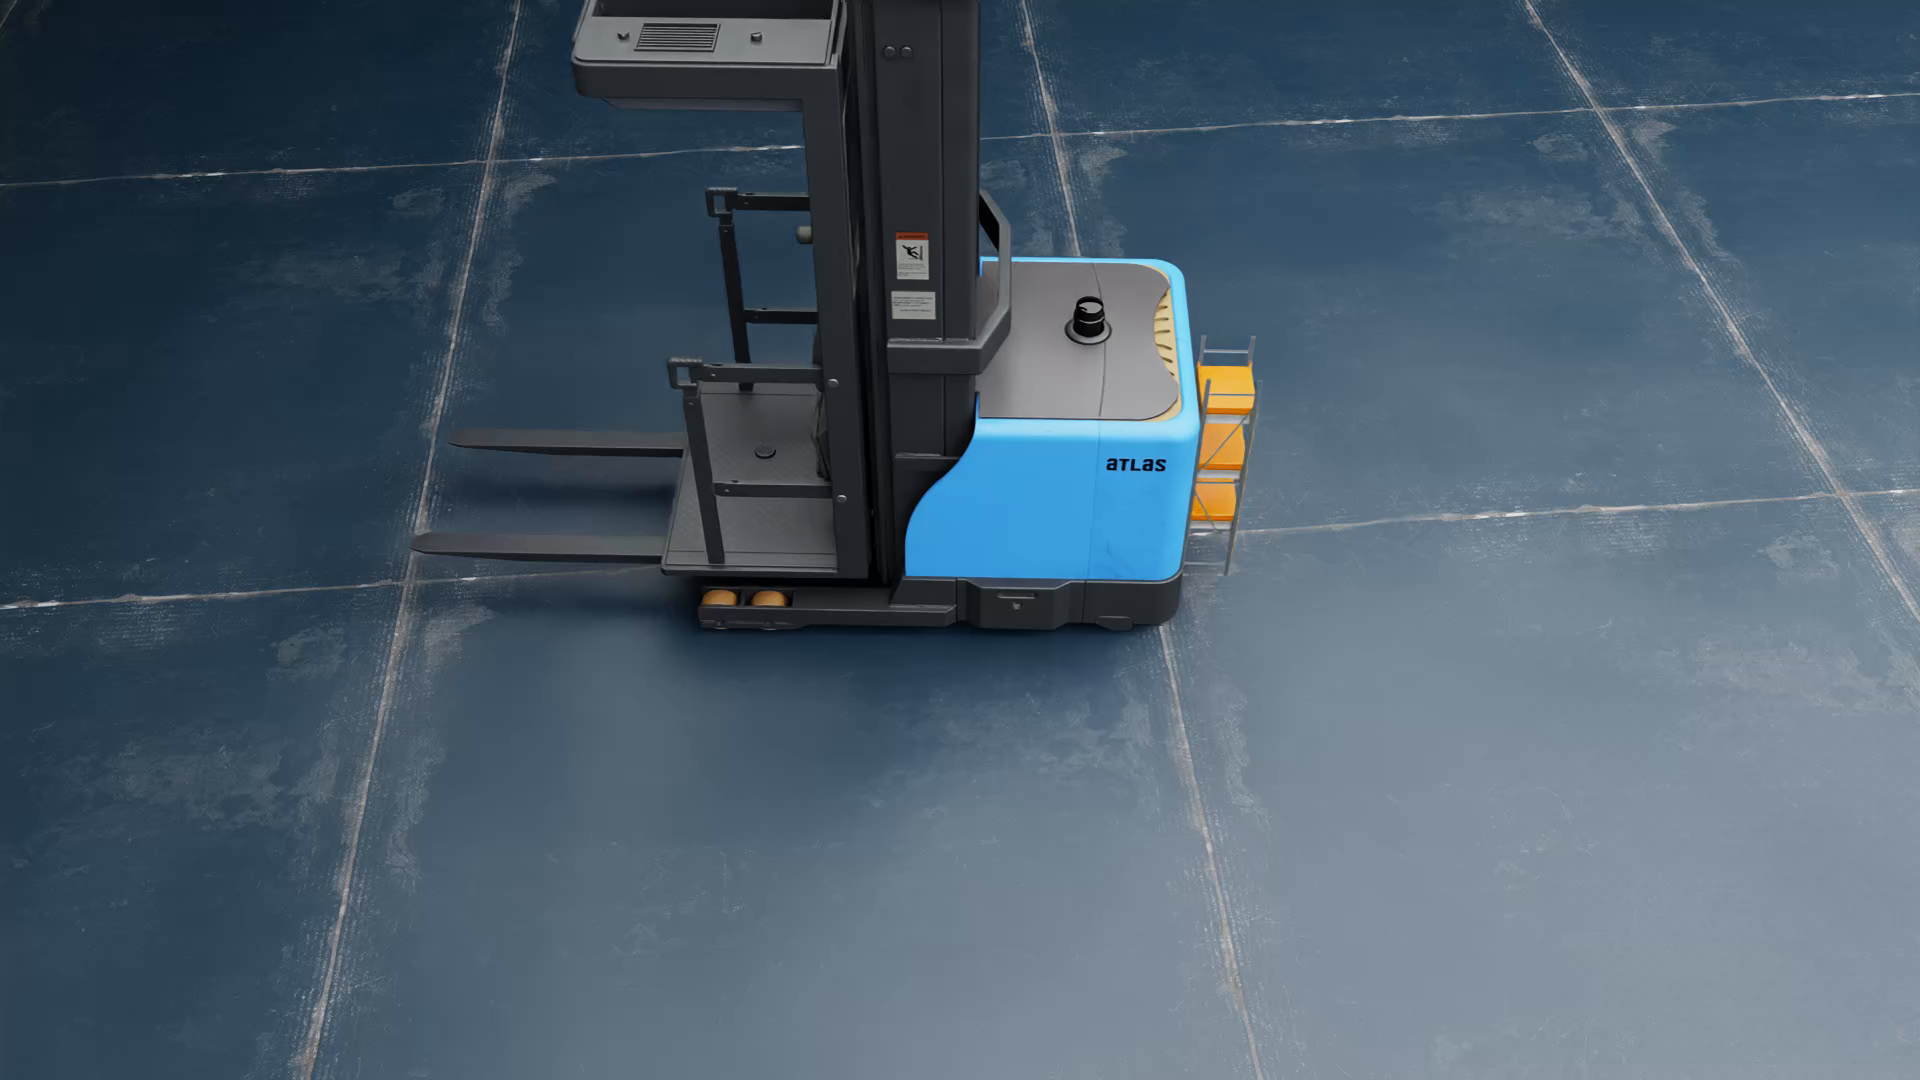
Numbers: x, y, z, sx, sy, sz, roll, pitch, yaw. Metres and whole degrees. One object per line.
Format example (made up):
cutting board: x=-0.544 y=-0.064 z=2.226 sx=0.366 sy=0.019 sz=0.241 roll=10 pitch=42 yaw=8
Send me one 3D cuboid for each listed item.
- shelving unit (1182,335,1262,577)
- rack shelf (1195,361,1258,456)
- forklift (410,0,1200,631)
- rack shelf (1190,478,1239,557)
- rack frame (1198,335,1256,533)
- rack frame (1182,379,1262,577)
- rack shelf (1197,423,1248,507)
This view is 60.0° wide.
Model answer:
shelving unit: x=0.990 y=-0.305 z=6.452 sx=0.215 sy=1.050 sz=0.252 roll=1 pitch=47 yaw=1
rack shelf: x=0.991 y=-0.493 z=6.253 sx=0.215 sy=0.259 sz=0.240 roll=1 pitch=47 yaw=1
forklift: x=-0.646 y=-1.036 z=5.849 sx=3.031 sy=2.935 sz=1.130 roll=1 pitch=47 yaw=1
rack shelf: x=0.990 y=-0.106 z=6.661 sx=0.215 sy=0.259 sz=0.240 roll=1 pitch=47 yaw=1
rack frame: x=0.993 y=-0.393 z=6.536 sx=0.200 sy=1.050 sz=0.008 roll=1 pitch=47 yaw=1
rack frame: x=0.987 y=-0.216 z=6.368 sx=0.200 sy=1.050 sz=0.008 roll=1 pitch=47 yaw=1
rack shelf: x=0.990 y=-0.297 z=6.459 sx=0.215 sy=0.259 sz=0.240 roll=1 pitch=47 yaw=1
